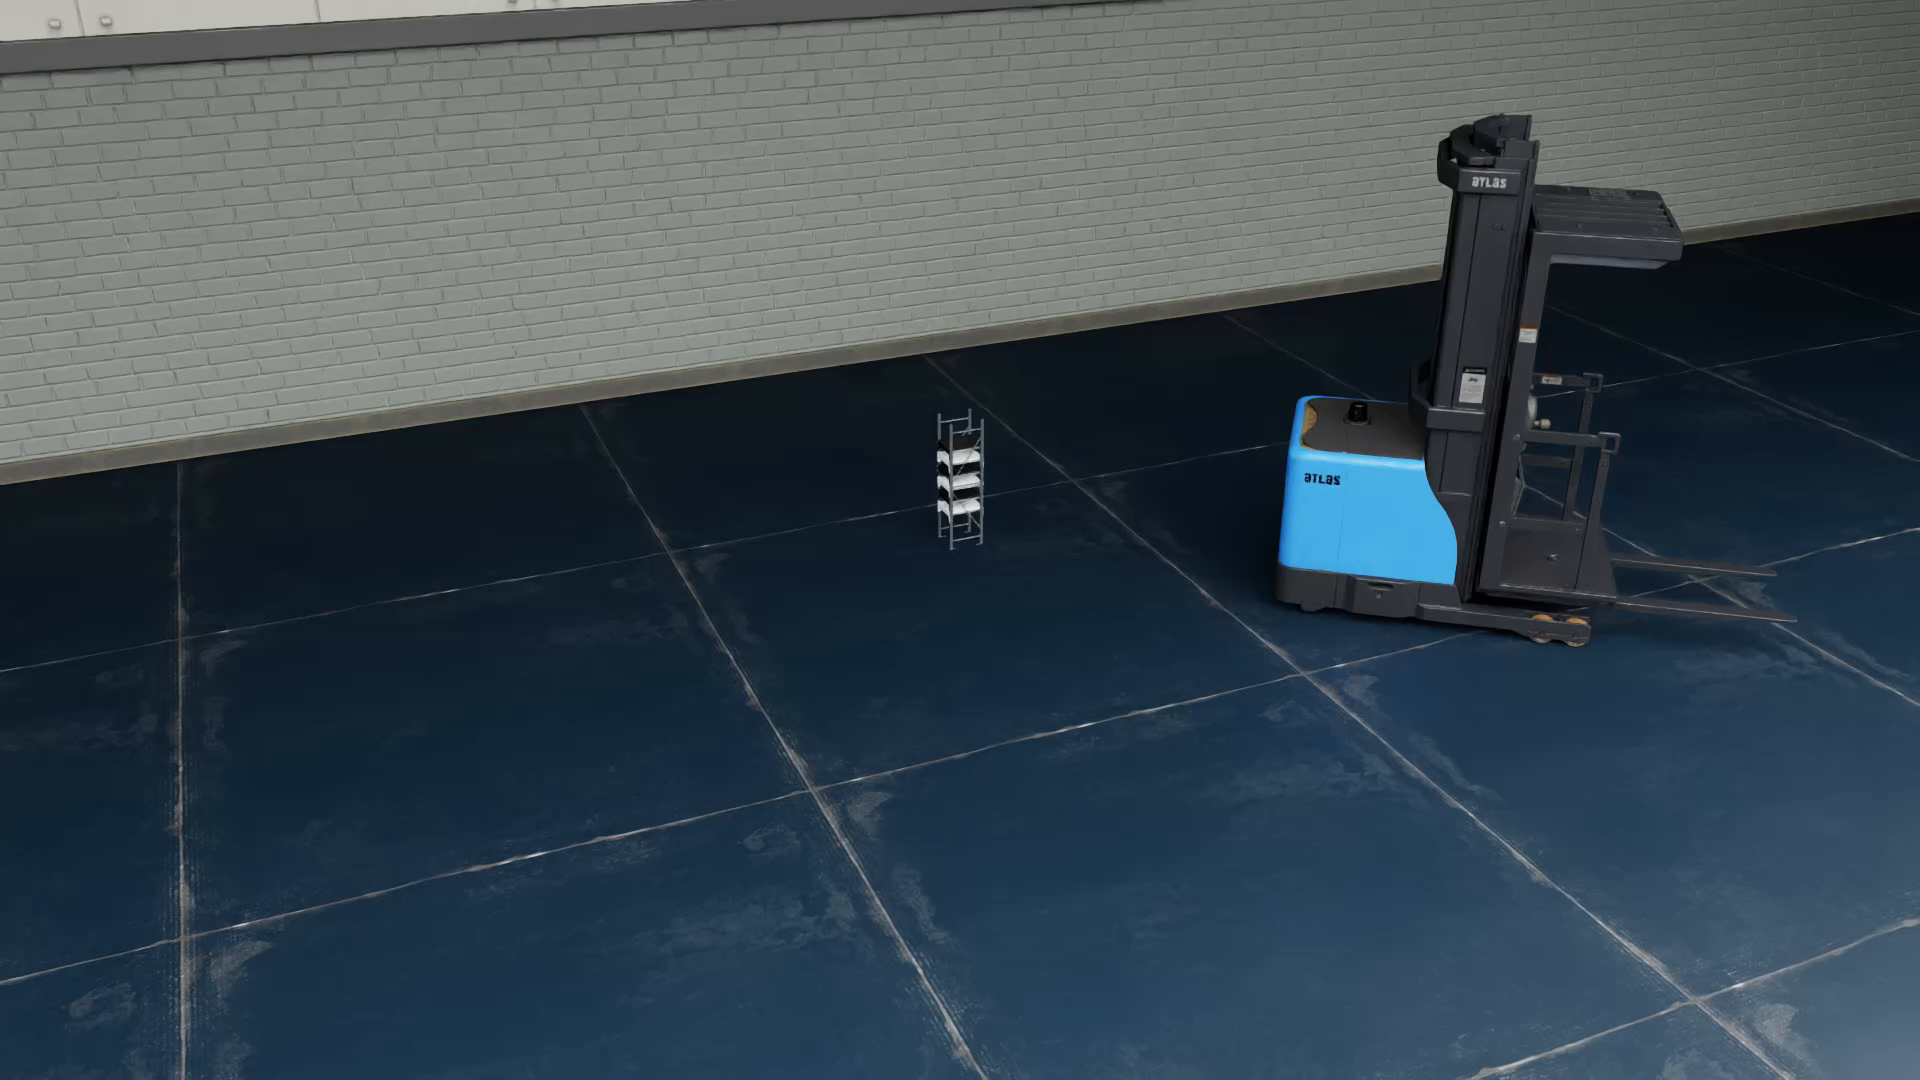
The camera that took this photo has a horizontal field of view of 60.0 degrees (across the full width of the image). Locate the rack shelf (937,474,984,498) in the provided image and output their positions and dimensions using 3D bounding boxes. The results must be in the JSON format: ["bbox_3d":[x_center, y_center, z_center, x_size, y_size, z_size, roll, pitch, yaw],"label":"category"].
[{"bbox_3d":[0.003,-0.371,11.060,0.258,0.077,0.200,-11,28,-21],"label":"rack shelf"}]

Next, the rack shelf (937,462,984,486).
[{"bbox_3d":[0.003,-0.452,11.021,0.258,0.077,0.200,-11,28,-21],"label":"rack shelf"}]

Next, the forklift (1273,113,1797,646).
[{"bbox_3d":[3.526,-0.938,9.831,3.031,2.935,1.130,6,27,12],"label":"forklift"}]

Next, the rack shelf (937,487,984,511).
[{"bbox_3d":[0.003,-0.290,11.100,0.258,0.077,0.200,-11,28,-21],"label":"rack shelf"}]

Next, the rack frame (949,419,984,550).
[{"bbox_3d":[0.043,-0.360,10.962,0.240,0.900,0.006,-11,28,-21],"label":"rack frame"}]

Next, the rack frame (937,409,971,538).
[{"bbox_3d":[-0.037,-0.442,11.130,0.240,0.900,0.006,-11,28,-21],"label":"rack frame"}]

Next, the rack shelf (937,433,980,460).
[{"bbox_3d":[0.003,-0.614,10.942,0.258,0.077,0.200,-11,28,-21],"label":"rack shelf"}]

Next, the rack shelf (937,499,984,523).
[{"bbox_3d":[0.003,-0.209,11.139,0.258,0.077,0.200,-11,28,-21],"label":"rack shelf"}]

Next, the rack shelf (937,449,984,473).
[{"bbox_3d":[0.003,-0.533,10.981,0.258,0.077,0.200,-11,28,-21],"label":"rack shelf"}]

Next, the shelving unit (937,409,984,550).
[{"bbox_3d":[0.003,-0.401,11.046,0.258,0.900,0.210,-11,28,-21],"label":"shelving unit"}]
